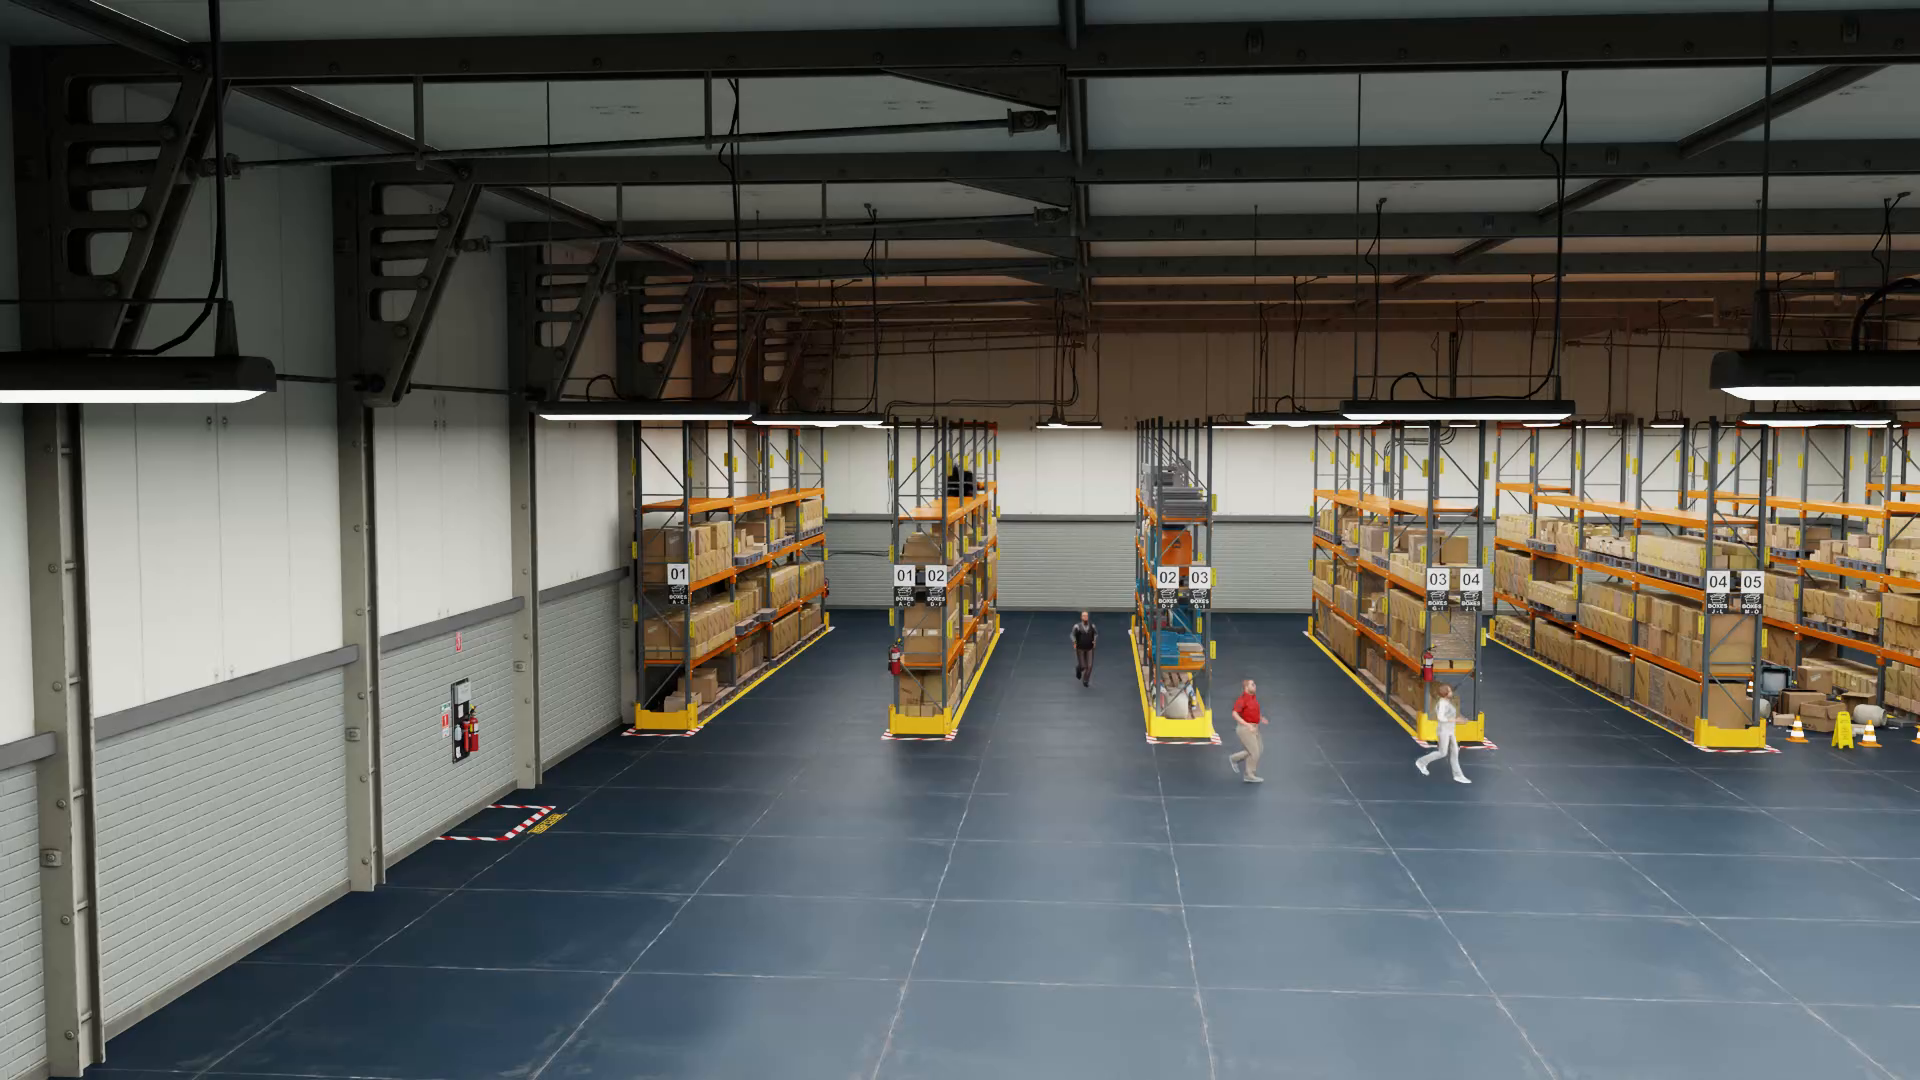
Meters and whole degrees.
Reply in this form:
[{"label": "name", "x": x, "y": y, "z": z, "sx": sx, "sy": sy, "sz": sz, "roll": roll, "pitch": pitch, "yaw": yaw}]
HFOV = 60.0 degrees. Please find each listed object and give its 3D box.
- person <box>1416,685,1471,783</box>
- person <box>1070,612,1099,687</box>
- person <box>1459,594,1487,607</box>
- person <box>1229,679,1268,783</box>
[{"label": "person", "x": 7.873, "y": 3.143, "z": 27.047, "sx": 0.877, "sy": 1.592, "sz": 0.538, "roll": 2, "pitch": 4, "yaw": 29}, {"label": "person", "x": 2.808, "y": 2.450, "z": 37.376, "sx": 0.659, "sy": 1.679, "sz": 0.587, "roll": -1, "pitch": 4, "yaw": -9}, {"label": "person", "x": 13.317, "y": 2.010, "z": 43.205, "sx": 0.679, "sy": 1.817, "sz": 0.974, "roll": 1, "pitch": 4, "yaw": 12}, {"label": "person", "x": 4.687, "y": 3.105, "z": 27.165, "sx": 0.627, "sy": 1.682, "sz": 0.656, "roll": 2, "pitch": 4, "yaw": 31}]
